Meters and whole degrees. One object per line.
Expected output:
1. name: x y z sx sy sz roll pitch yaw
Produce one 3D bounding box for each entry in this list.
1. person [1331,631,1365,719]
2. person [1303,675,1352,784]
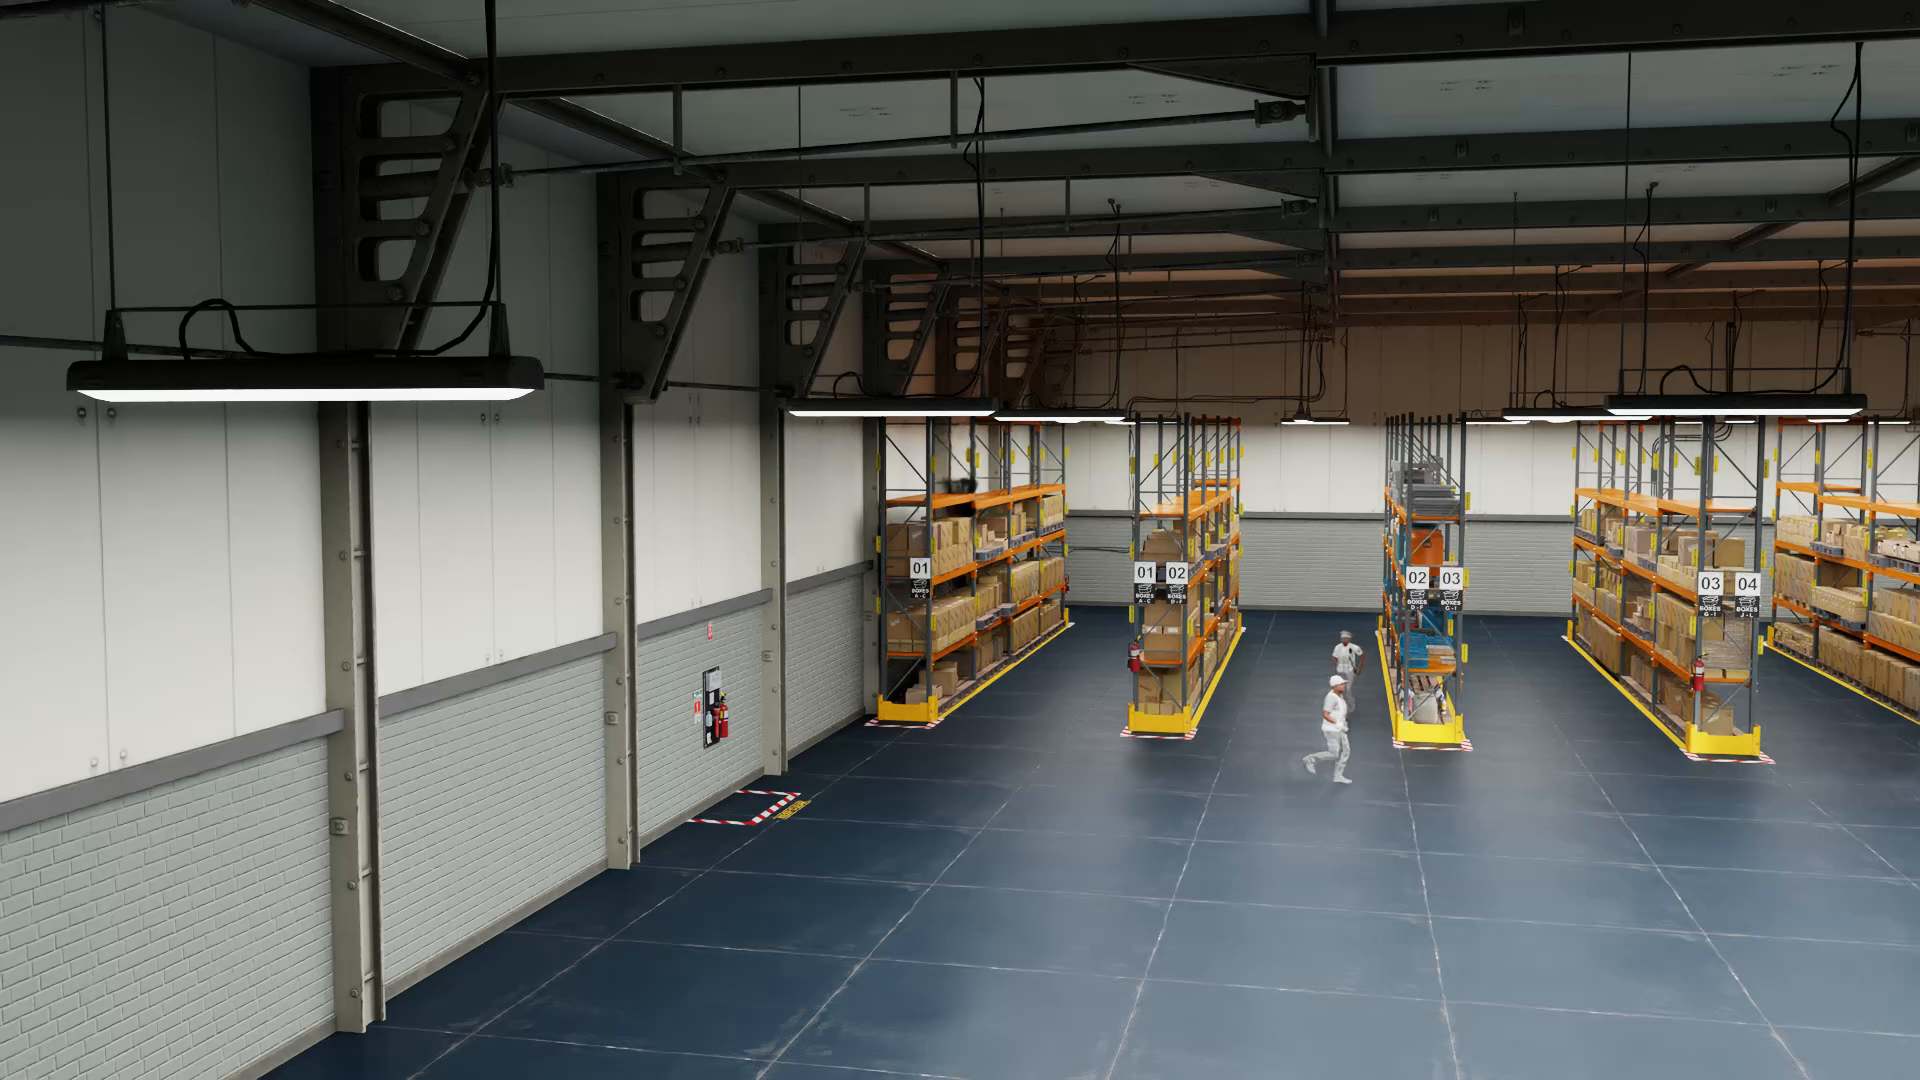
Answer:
1. person: 7.687 2.649 33.057 0.616 1.706 0.884 3 5 35
2. person: 5.950 3.041 26.804 0.784 1.742 0.673 2 4 27
